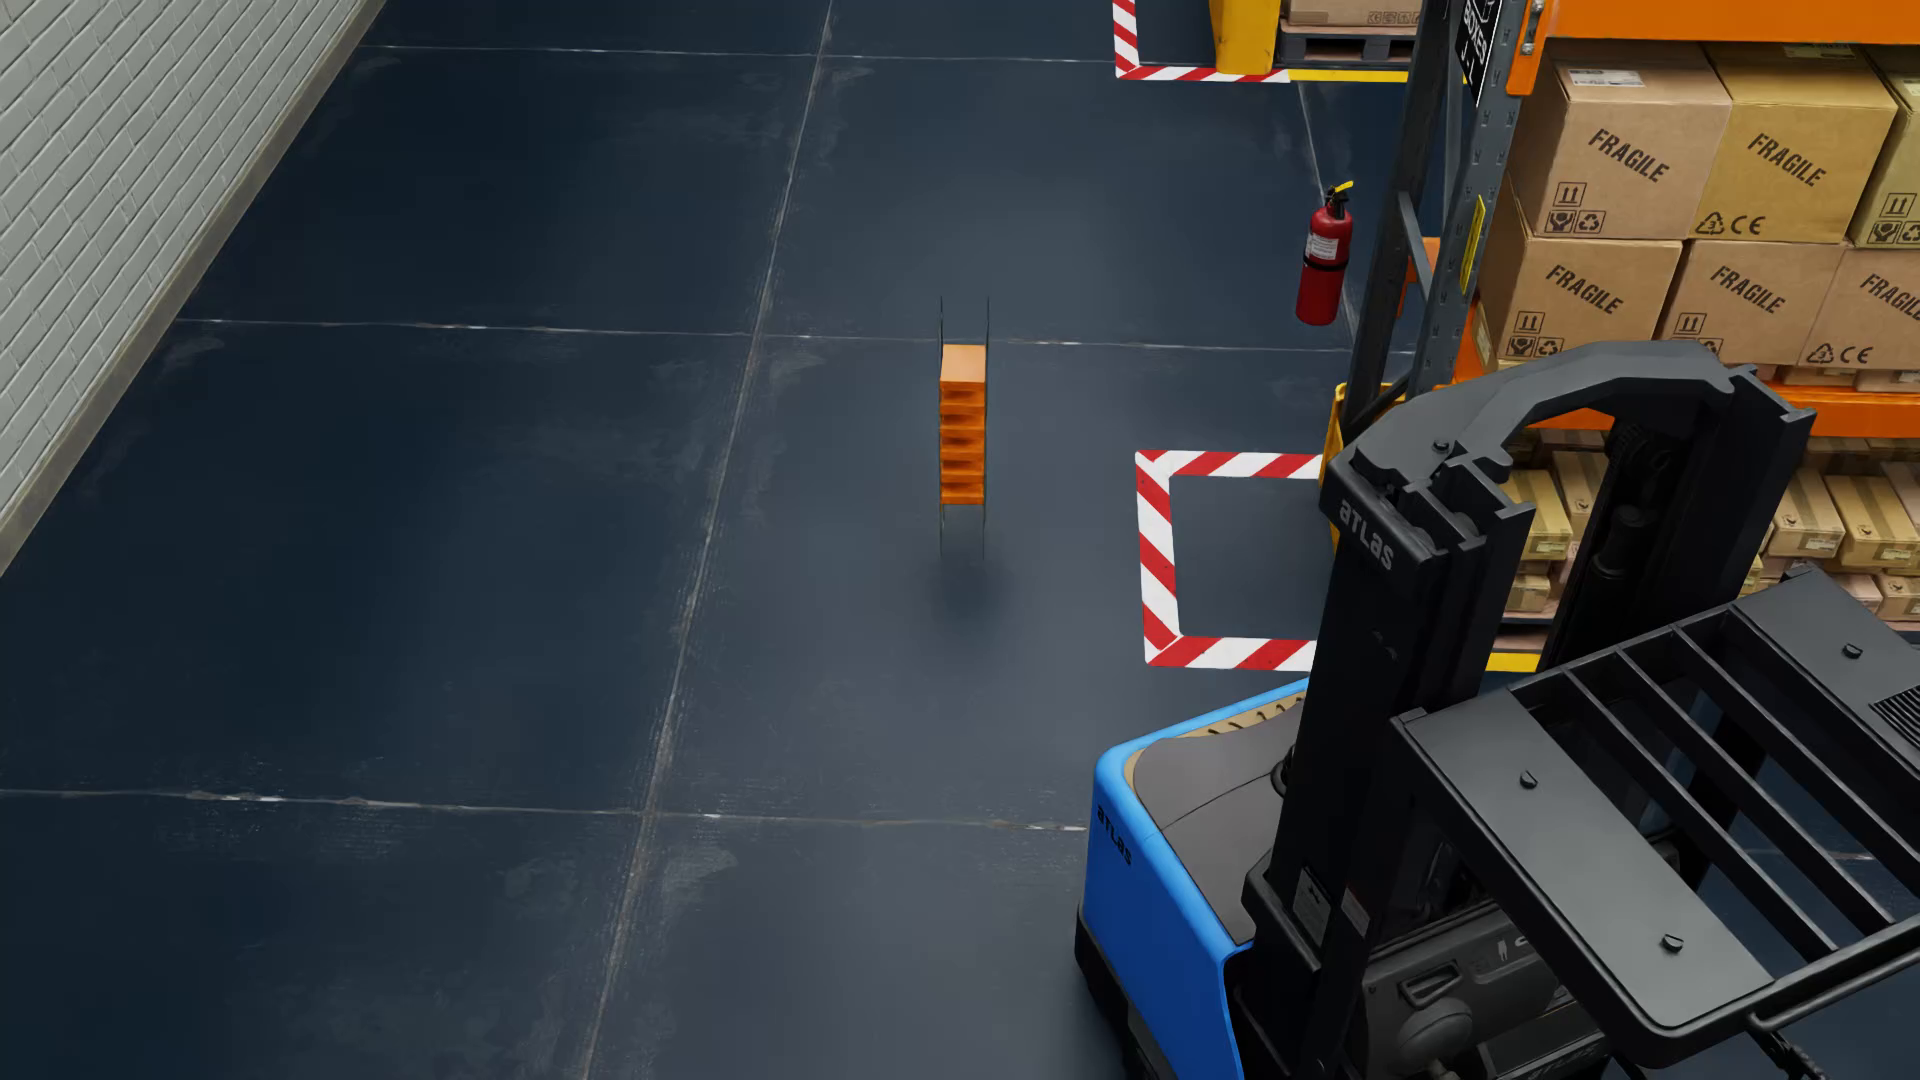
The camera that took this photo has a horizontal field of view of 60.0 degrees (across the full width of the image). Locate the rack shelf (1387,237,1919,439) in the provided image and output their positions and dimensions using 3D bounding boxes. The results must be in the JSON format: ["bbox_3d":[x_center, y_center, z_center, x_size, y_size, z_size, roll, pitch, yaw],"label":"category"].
[{"bbox_3d":[3.699,-0.695,6.323,4.000,0.370,1.077,2,43,2],"label":"rack shelf"}]

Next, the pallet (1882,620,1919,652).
[{"bbox_3d":[3.802,0.091,6.997,1.213,0.211,1.003,2,43,2],"label":"pallet"}]

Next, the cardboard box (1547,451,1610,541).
[{"bbox_3d":[2.490,-0.174,6.583,0.250,0.149,0.380,2,43,3],"label":"cardboard box"}]

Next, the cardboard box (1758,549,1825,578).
[{"bbox_3d":[3.253,-0.029,6.645,0.250,0.149,0.380,0,43,0],"label":"cardboard box"}]

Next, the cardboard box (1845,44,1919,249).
[{"bbox_3d":[3.160,-1.294,5.413,0.500,0.500,0.500,1,43,1],"label":"cardboard box"}]

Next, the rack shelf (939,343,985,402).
[{"bbox_3d":[0.014,-0.669,6.625,0.180,0.103,0.258,2,43,2],"label":"rack shelf"}]

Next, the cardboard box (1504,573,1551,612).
[{"bbox_3d":[2.210,0.104,6.721,0.250,0.149,0.380,3,43,3],"label":"cardboard box"}]

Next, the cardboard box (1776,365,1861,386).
[{"bbox_3d":[3.067,-0.730,6.018,0.250,0.149,0.380,1,43,1],"label":"cardboard box"}]

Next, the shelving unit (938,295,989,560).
[{"bbox_3d":[0.014,-0.439,6.841,0.189,1.200,0.258,2,43,2],"label":"shelving unit"}]

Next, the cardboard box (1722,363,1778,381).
[{"bbox_3d":[2.797,-0.755,6.045,0.250,0.149,0.380,4,43,4],"label":"cardboard box"}]

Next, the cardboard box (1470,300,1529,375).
[{"bbox_3d":[2.010,-0.694,5.979,0.250,0.149,0.380,1,43,2],"label":"cardboard box"}]

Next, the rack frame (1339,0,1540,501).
[{"bbox_3d":[1.701,-1.019,6.144,0.127,3.000,1.000,2,43,2],"label":"rack frame"}]

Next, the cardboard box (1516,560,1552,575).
[{"bbox_3d":[2.213,-0.048,6.666,0.250,0.149,0.380,3,43,4],"label":"cardboard box"}]

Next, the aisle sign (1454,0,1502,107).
[{"bbox_3d":[1.614,-1.769,5.041,0.004,0.787,0.394,2,43,2],"label":"aisle sign"}]

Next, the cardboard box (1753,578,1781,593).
[{"bbox_3d":[3.233,0.085,6.742,0.250,0.149,0.380,2,43,2],"label":"cardboard box"}]

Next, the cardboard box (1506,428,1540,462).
[{"bbox_3d":[2.241,-0.504,6.937,0.250,0.149,0.380,2,43,2],"label":"cardboard box"}]

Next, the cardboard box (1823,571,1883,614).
[{"bbox_3d":[3.478,0.152,6.670,0.250,0.149,0.380,0,43,0],"label":"cardboard box"}]

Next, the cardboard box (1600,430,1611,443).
[{"bbox_3d":[2.754,-0.536,6.971,0.250,0.149,0.380,1,43,1],"label":"cardboard box"}]

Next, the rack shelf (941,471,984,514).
[{"bbox_3d":[0.014,-0.230,7.034,0.180,0.103,0.258,2,43,2],"label":"rack shelf"}]

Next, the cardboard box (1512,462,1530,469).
[{"bbox_3d":[2.241,-0.417,7.062,0.250,0.149,0.380,1,43,1],"label":"cardboard box"}]

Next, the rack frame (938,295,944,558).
[{"bbox_3d":[-0.077,-0.441,6.844,0.006,1.200,0.240,2,43,2],"label":"rack frame"}]

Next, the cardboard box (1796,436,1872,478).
[{"bbox_3d":[3.539,-0.431,6.859,0.250,0.149,0.380,0,43,0],"label":"cardboard box"}]

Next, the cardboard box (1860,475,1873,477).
[{"bbox_3d":[3.810,-0.385,7.028,0.250,0.149,0.380,2,43,2],"label":"cardboard box"}]

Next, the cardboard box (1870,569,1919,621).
[{"bbox_3d":[3.756,0.142,6.680,0.250,0.149,0.380,2,43,2],"label":"cardboard box"}]

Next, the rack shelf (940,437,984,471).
[{"bbox_3d":[0.014,-0.406,6.871,0.180,0.103,0.258,2,43,2],"label":"rack shelf"}]

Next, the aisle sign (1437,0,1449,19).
[{"bbox_3d":[1.641,-2.177,5.479,0.004,0.787,0.394,2,43,2],"label":"aisle sign"}]

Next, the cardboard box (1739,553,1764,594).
[{"bbox_3d":[2.984,0.028,6.585,0.250,0.149,0.380,3,43,3],"label":"cardboard box"}]

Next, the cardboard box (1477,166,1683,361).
[{"bbox_3d":[2.137,-0.963,5.792,0.500,0.500,0.500,4,43,4],"label":"cardboard box"}]

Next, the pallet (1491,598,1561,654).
[{"bbox_3d":[2.587,0.052,7.039,1.213,0.211,1.003,2,43,2],"label":"pallet"}]

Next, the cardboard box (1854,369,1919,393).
[{"bbox_3d":[3.312,-0.704,5.989,0.250,0.149,0.380,1,43,1],"label":"cardboard box"}]

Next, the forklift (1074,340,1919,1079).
[{"bbox_3d":[1.451,1.137,3.879,1.130,2.935,3.031,-17,46,-17],"label":"forklift"}]

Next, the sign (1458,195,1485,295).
[{"bbox_3d":[1.677,-0.967,5.452,0.005,0.325,0.100,2,43,2],"label":"sign"}]

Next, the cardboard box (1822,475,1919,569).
[{"bbox_3d":[3.525,-0.073,6.475,0.250,0.149,0.380,2,43,3],"label":"cardboard box"}]

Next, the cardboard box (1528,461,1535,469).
[{"bbox_3d":[2.500,-0.372,7.014,0.250,0.149,0.380,1,43,1],"label":"cardboard box"}]

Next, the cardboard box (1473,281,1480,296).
[{"bbox_3d":[2.039,-1.110,6.425,0.250,0.149,0.380,2,43,2],"label":"cardboard box"}]

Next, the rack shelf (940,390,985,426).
[{"bbox_3d":[0.014,-0.582,6.707,0.180,0.103,0.258,2,43,2],"label":"rack shelf"}]

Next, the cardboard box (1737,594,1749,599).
[{"bbox_3d":[2.974,0.142,6.681,0.250,0.149,0.380,2,43,2],"label":"cardboard box"}]

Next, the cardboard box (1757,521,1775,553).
[{"bbox_3d":[2.987,-0.128,6.533,0.250,0.149,0.380,0,43,0],"label":"cardboard box"}]

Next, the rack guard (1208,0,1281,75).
[{"bbox_3d":[1.799,-3.479,10.618,0.348,0.500,1.175,2,43,2],"label":"rack guard"}]

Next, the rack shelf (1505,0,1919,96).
[{"bbox_3d":[3.699,-1.792,5.301,4.000,0.370,1.077,2,43,2],"label":"rack shelf"}]

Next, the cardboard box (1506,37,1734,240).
[{"bbox_3d":[2.137,-1.336,5.459,0.500,0.500,0.500,2,43,2],"label":"cardboard box"}]

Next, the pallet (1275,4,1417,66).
[{"bbox_3d":[2.625,-3.402,10.747,1.213,0.211,1.003,2,43,2],"label":"pallet"}]

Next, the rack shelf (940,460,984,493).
[{"bbox_3d":[0.014,-0.318,6.953,0.180,0.103,0.258,2,43,2],"label":"rack shelf"}]

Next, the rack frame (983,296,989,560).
[{"bbox_3d":[0.106,-0.436,6.838,0.006,1.200,0.240,2,43,2],"label":"rack frame"}]

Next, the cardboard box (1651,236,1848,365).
[{"bbox_3d":[2.673,-0.964,5.793,0.500,0.500,0.500,2,43,2],"label":"cardboard box"}]

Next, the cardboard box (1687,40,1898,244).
[{"bbox_3d":[2.642,-1.325,5.447,0.500,0.500,0.500,3,43,3],"label":"cardboard box"}]

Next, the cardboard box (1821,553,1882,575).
[{"bbox_3d":[3.526,-0.049,6.667,0.250,0.149,0.380,4,43,4],"label":"cardboard box"}]

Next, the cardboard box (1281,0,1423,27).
[{"bbox_3d":[2.487,-3.657,10.547,0.875,0.438,0.875,0,43,0],"label":"cardboard box"}]

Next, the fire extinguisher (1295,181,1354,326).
[{"bbox_3d":[1.470,-1.177,6.643,0.183,0.674,0.296,2,43,2],"label":"fire extinguisher"}]

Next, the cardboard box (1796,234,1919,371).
[{"bbox_3d":[3.162,-0.940,5.767,0.500,0.500,0.500,2,43,2],"label":"cardboard box"}]

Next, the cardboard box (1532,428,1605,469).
[{"bbox_3d":[2.490,-0.457,6.887,0.250,0.149,0.380,3,43,3],"label":"cardboard box"}]

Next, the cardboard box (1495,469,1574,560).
[{"bbox_3d":[2.209,-0.100,6.504,0.250,0.149,0.380,0,43,0],"label":"cardboard box"}]

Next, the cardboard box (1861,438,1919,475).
[{"bbox_3d":[3.802,-0.442,6.871,0.250,0.149,0.380,2,43,2],"label":"cardboard box"}]

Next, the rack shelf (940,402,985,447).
[{"bbox_3d":[0.014,-0.494,6.789,0.180,0.103,0.258,2,43,2],"label":"rack shelf"}]
